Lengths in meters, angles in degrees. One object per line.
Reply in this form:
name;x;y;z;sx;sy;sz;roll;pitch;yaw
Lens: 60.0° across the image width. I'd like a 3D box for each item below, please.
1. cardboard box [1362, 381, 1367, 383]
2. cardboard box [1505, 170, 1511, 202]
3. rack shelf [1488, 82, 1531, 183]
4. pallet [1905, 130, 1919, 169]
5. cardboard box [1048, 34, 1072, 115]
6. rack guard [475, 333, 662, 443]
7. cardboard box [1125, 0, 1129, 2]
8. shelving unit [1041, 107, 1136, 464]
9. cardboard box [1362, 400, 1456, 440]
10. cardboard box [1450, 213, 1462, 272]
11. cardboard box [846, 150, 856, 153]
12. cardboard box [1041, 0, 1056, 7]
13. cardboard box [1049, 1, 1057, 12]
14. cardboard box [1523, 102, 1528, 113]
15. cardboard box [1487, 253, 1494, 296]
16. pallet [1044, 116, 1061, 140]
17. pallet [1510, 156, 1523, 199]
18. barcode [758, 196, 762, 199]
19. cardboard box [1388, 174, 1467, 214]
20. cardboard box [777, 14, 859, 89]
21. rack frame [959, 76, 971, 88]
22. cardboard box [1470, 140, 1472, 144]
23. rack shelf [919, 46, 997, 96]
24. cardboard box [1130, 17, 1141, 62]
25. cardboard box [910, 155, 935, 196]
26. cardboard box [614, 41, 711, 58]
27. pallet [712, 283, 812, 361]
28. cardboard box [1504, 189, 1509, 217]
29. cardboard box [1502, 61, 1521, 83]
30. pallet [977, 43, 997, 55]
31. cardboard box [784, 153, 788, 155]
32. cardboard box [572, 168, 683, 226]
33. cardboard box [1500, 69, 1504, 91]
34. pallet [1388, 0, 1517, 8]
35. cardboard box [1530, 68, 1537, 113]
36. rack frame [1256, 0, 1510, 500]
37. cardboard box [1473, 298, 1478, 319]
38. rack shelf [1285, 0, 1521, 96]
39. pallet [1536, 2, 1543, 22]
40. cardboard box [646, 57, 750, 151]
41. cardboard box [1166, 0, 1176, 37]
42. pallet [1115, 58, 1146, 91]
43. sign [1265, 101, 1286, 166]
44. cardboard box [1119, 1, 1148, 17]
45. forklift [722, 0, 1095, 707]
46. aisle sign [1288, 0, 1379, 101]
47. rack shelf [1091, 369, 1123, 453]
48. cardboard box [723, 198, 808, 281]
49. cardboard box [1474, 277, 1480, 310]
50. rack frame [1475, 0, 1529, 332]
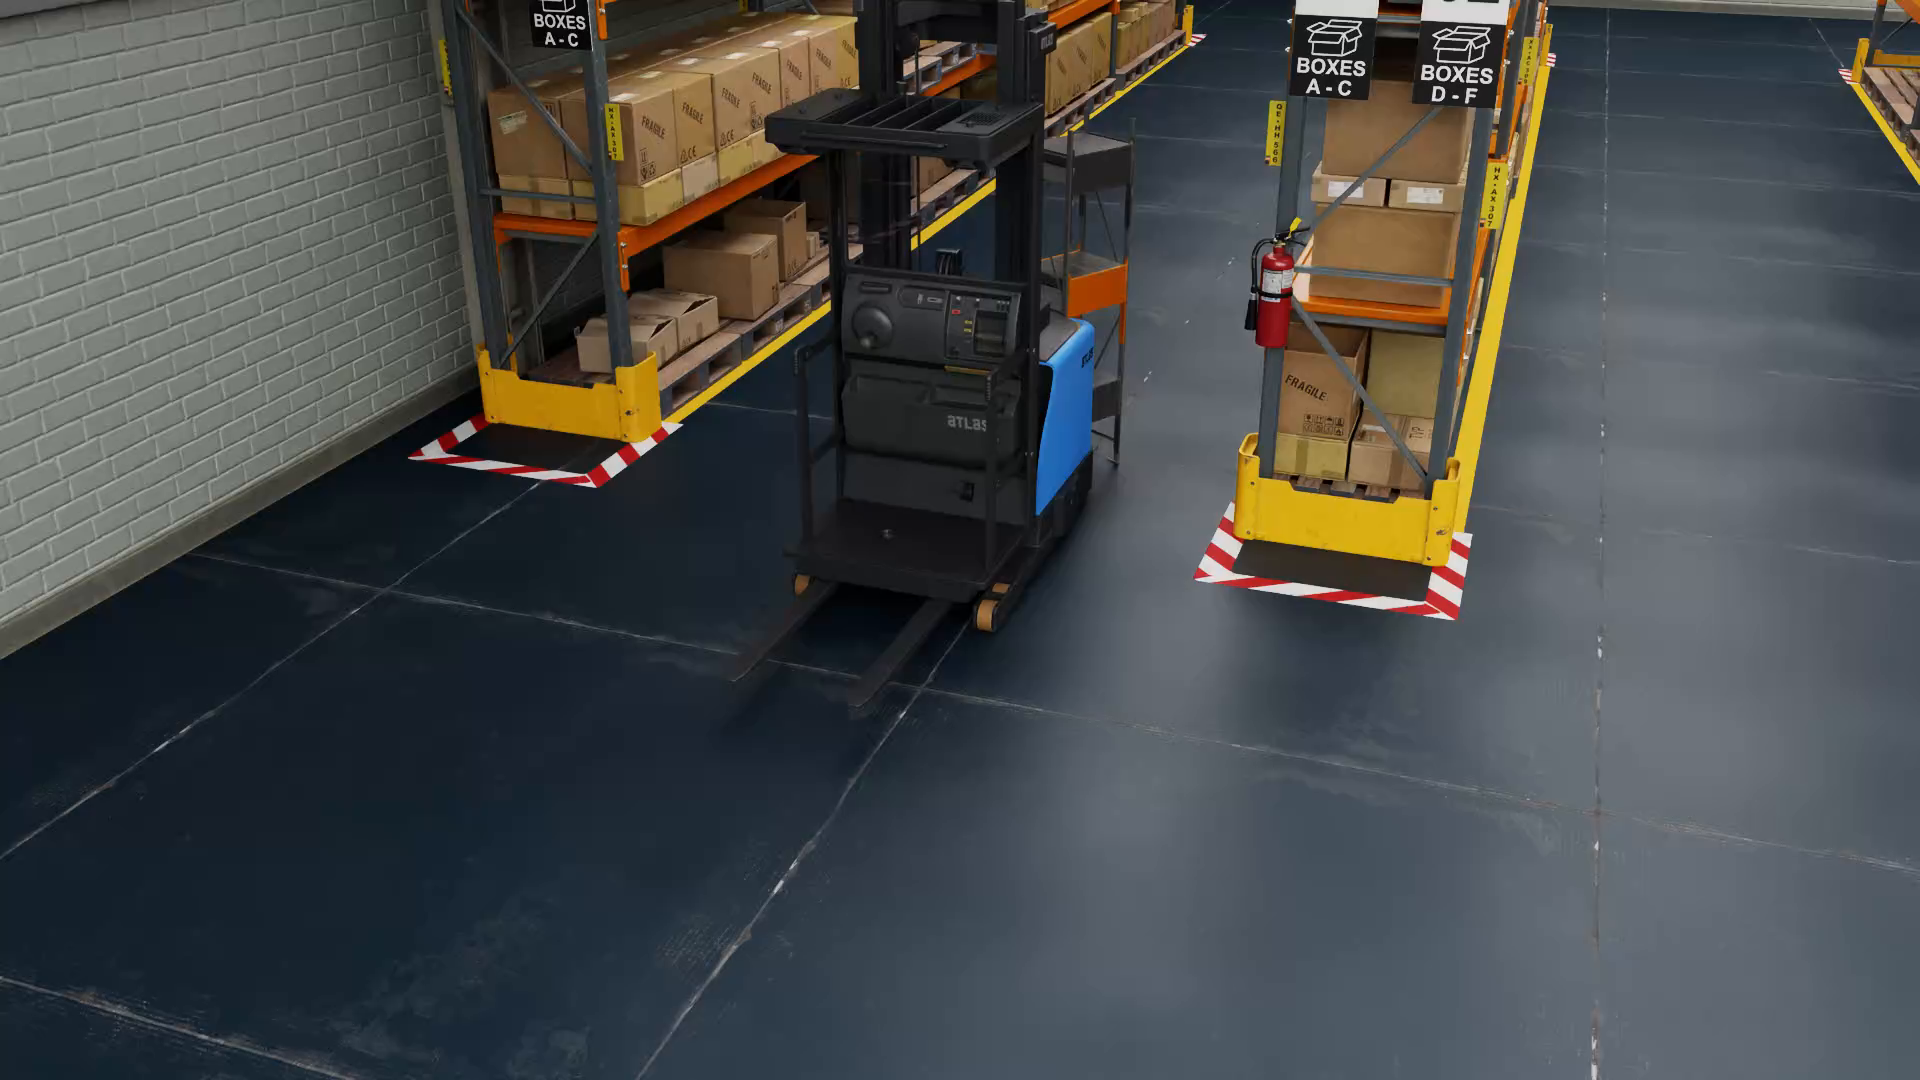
cardboard box;2.348;-0.992;10.530;0.500;0.250;0.500;9;27;17
cardboard box;4.342;-2.978;13.988;0.500;0.311;0.500;10;27;19
rack shelf;4.125;-3.506;13.875;1.077;0.370;4.000;9;27;17
pallet;10.495;-4.010;17.290;1.003;0.211;1.213;9;27;17
cardboard box;0.784;-5.233;18.600;0.750;0.750;0.750;9;27;17
rack guard;-2.519;-0.987;10.716;1.175;0.500;0.348;9;27;17
cardboard box;2.074;-7.269;22.464;0.380;0.149;0.250;9;27;18
shelving unit;0.660;-1.408;9.745;0.503;2.100;0.431;-21;33;-36
cardboard box;2.679;-0.710;9.948;0.500;0.250;0.500;9;27;17
cardboard box;2.466;-1.816;9.444;0.700;0.500;0.500;9;27;19
cardboard box;-0.841;-3.622;14.791;0.500;0.250;0.500;8;27;16
cardboard box;0.704;-5.933;17.583;0.500;0.500;0.500;10;27;19
cardboard box;0.848;-5.899;18.257;0.380;0.149;0.250;9;27;18
cardboard box;5.380;-4.087;16.612;0.500;0.500;0.500;8;27;16
cardboard box;3.827;-2.089;12.797;0.500;0.250;0.500;8;27;16
pallet;0.451;-4.427;18.151;1.003;0.211;1.213;9;27;17
pallet;5.075;-3.698;16.646;1.003;0.211;1.213;9;27;17
barcode;-1.619;-2.755;13.494;0.001;0.075;0.075;9;27;17
cardboard box;2.462;-1.831;8.731;0.380;0.149;0.250;9;27;17
cardboard box;-1.079;-3.765;12.873;0.500;0.500;0.500;9;27;17
rack frame;0.118;-5.369;16.897;1.000;3.000;0.127;9;27;17
cardboard box;2.804;-2.256;9.608;0.380;0.149;0.250;8;27;16
rack shelf;-0.548;-4.223;15.356;1.077;0.370;4.000;9;27;17
cardboard box;1.965;-6.575;21.774;0.700;0.500;0.500;8;27;17
cardboard box;-0.651;-3.526;15.455;0.700;0.500;0.500;9;27;18
cardboard box;-2.076;-3.210;11.727;0.500;0.500;0.500;9;27;18
pallet;-1.808;-1.686;12.490;1.003;0.211;1.213;9;27;17
cardboard box;4.507;-2.933;14.540;0.500;0.250;0.500;9;27;19
cardboard box;4.752;-4.129;14.625;0.380;0.149;0.250;9;27;17
pallet;-0.019;-4.974;16.302;1.213;0.211;1.003;9;27;17
cardboard box;-1.411;-3.015;12.185;0.500;0.250;0.500;9;27;17
cardboard box;-2.083;-2.177;10.454;0.500;0.250;0.500;8;27;16
cardboard box;3.571;-3.202;11.563;0.380;0.149;0.250;9;27;17
pallet;2.388;-2.962;8.584;1.003;0.211;1.213;9;27;17
cardboard box;6.055;-4.922;18.338;0.500;0.500;0.500;9;27;18
rack frame;2.128;-1.364;8.626;1.000;3.000;0.127;9;27;17
cardboard box;3.335;-1.533;11.648;0.500;0.250;0.500;9;27;17
rack shelf;2.794;-3.213;9.827;1.077;0.370;4.000;9;27;17
pallet;5.433;-5.365;17.110;1.003;0.211;1.213;9;27;17
cardboard box;-1.750;-2.926;11.140;0.500;0.500;0.500;8;27;16
cardboard box;2.641;-7.418;23.516;0.700;0.500;0.500;9;27;17
pallet;1.776;-6.059;21.521;1.003;0.211;1.213;9;27;17
sign;1.621;-2.077;8.496;0.100;0.325;0.005;9;27;17
cardboard box;2.254;-6.990;21.887;0.380;0.149;0.250;8;27;16
forklift;-0.222;-1.062;8.080;1.130;2.935;3.031;9;27;18
aisle sign;1.829;-2.550;8.092;0.394;0.787;0.004;9;27;17
rack shelf;0.657;-0.767;10.058;0.480;0.518;0.431;-21;33;-36
cardboard box;-1.521;-2.366;13.058;0.500;0.500;0.500;7;27;14
cardboard box;3.334;-1.871;11.485;0.500;0.500;0.500;9;27;17
rack frame;3.459;-3.008;12.021;1.000;3.000;0.127;9;27;17
